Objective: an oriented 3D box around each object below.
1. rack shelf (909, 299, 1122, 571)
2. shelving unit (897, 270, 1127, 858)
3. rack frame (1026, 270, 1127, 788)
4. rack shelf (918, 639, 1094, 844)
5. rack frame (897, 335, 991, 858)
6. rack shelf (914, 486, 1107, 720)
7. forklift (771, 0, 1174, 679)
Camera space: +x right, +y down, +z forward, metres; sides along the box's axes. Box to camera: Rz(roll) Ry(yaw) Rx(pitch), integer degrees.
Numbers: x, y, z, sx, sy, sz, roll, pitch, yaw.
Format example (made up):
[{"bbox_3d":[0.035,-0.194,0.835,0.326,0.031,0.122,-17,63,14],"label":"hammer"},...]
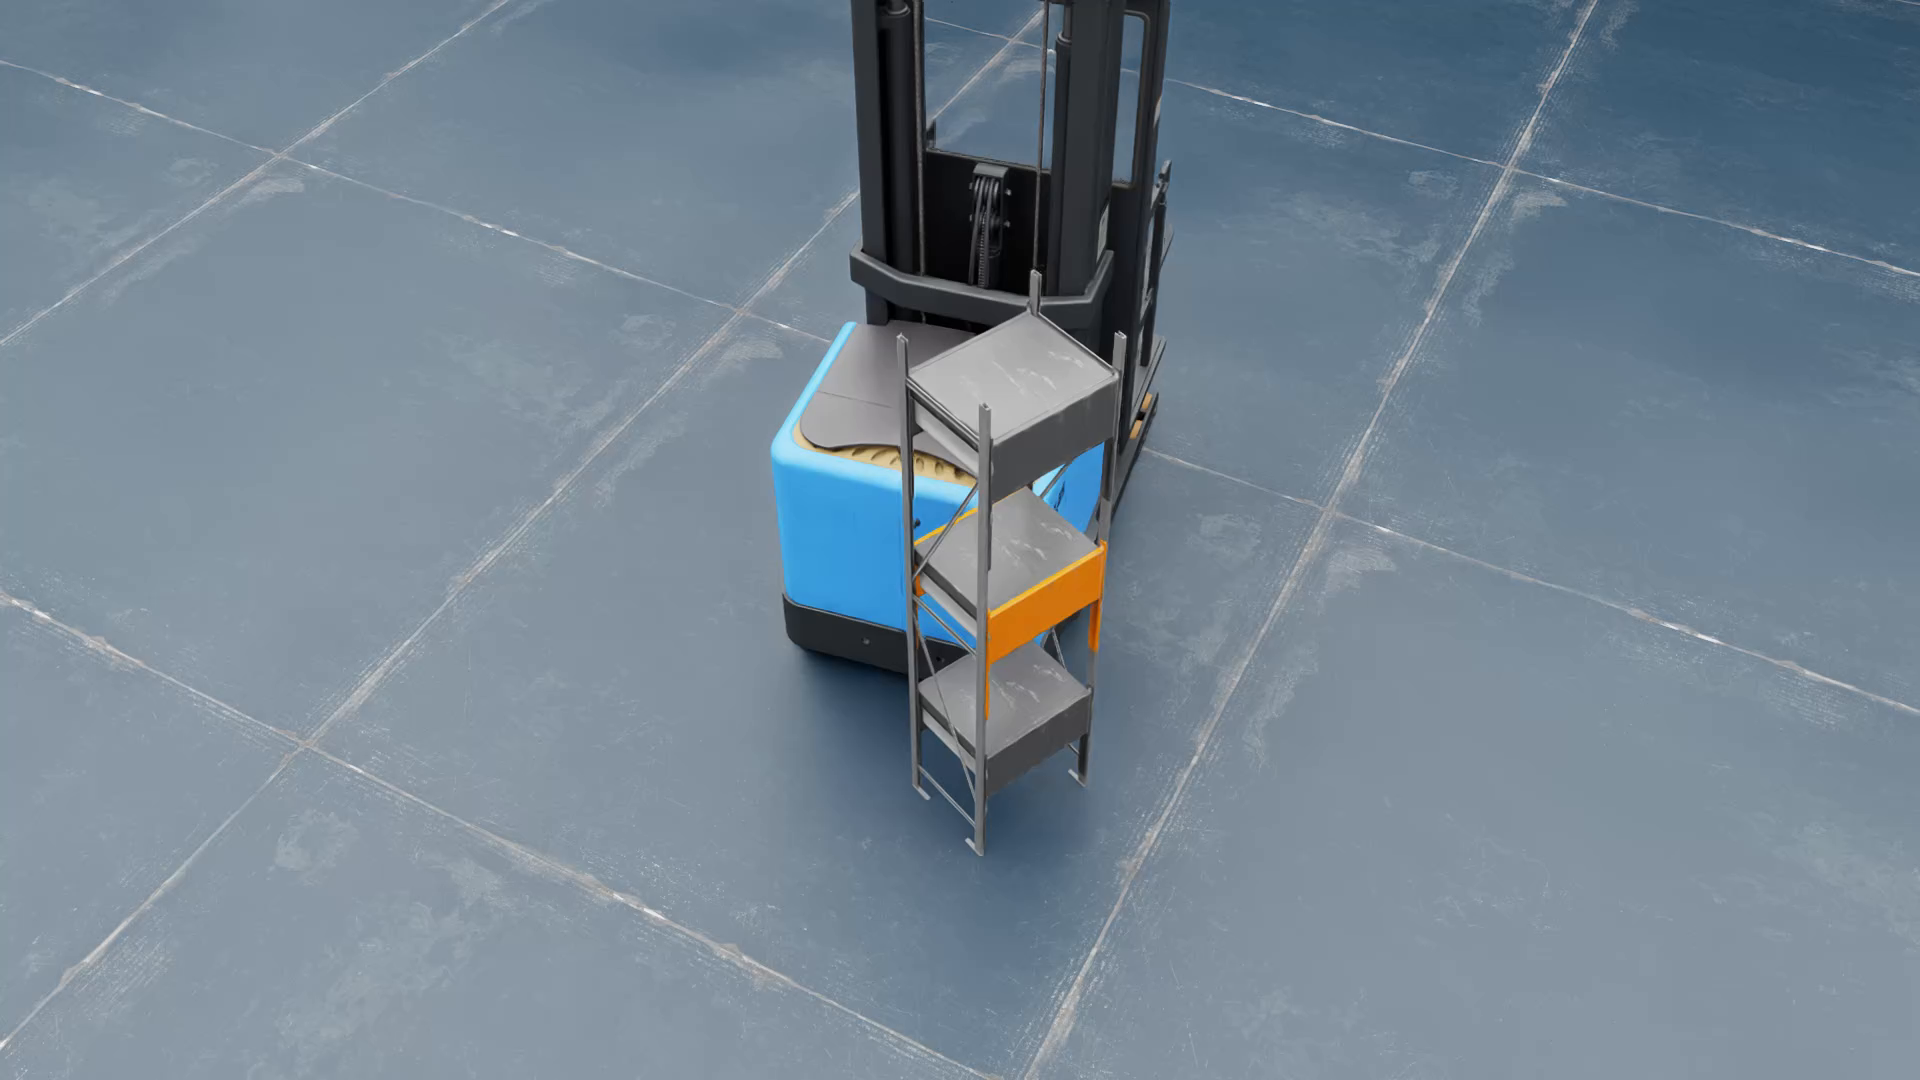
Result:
[{"bbox_3d":[0.145,-0.312,4.897,0.480,0.518,0.431,-29,52,-26],"label":"rack shelf"},{"bbox_3d":[0.145,0.170,5.385,0.503,2.100,0.431,-29,52,-26],"label":"shelving unit"},{"bbox_3d":[0.336,0.062,5.492,0.015,2.100,0.400,-29,52,-26],"label":"rack frame"},{"bbox_3d":[0.146,0.671,5.893,0.480,0.518,0.431,-29,52,-26],"label":"rack shelf"},{"bbox_3d":[-0.046,0.278,5.279,0.015,2.100,0.400,-29,52,-26],"label":"rack frame"},{"bbox_3d":[0.145,0.180,5.395,0.480,0.518,0.431,-29,52,-26],"label":"rack shelf"},{"bbox_3d":[0.261,-1.487,6.439,1.130,2.935,3.031,13,47,13],"label":"forklift"}]
